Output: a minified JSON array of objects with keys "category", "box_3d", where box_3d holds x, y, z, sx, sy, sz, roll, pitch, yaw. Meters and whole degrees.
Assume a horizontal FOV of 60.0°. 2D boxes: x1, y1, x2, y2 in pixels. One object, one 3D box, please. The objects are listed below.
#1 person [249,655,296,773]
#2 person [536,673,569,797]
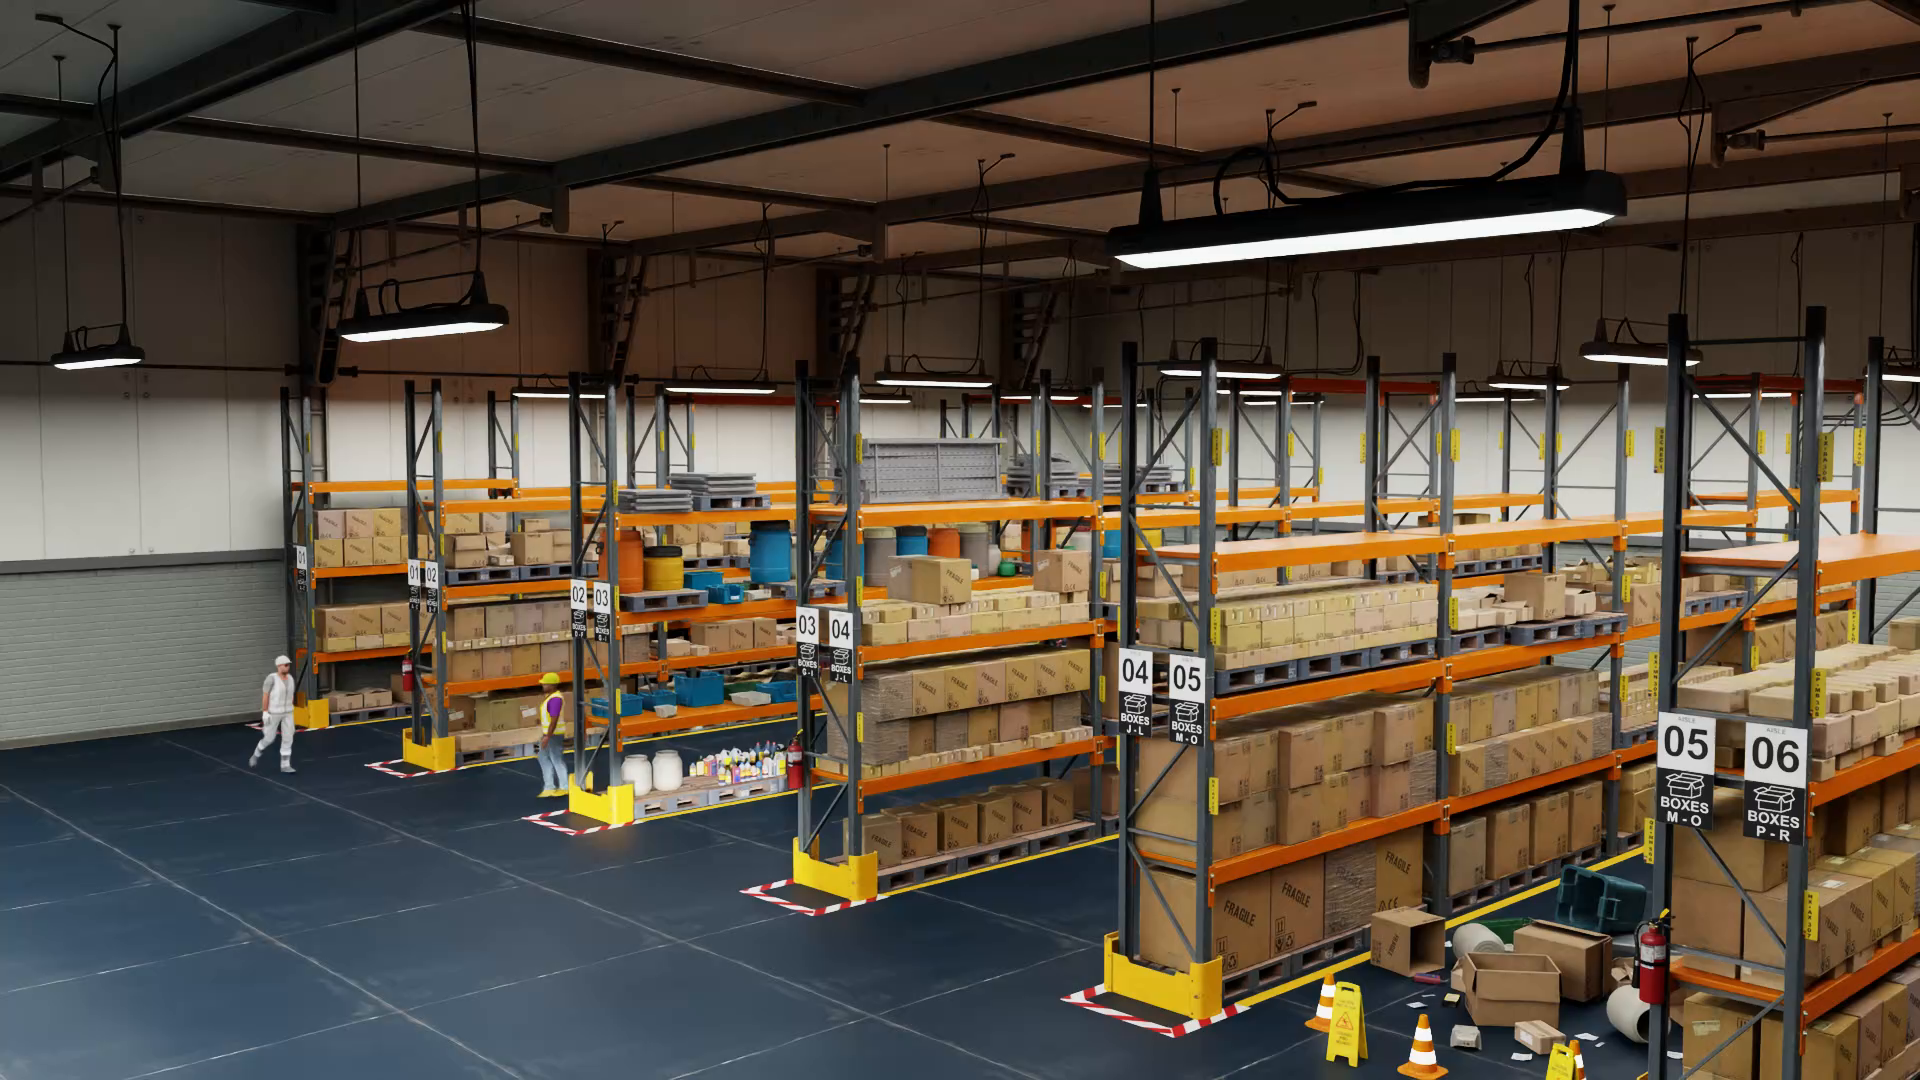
[{"category":"person","box_3d":[-10.449,2.650,25.413,0.806,1.781,0.603,2,4,31]},{"category":"person","box_3d":[-5.786,2.796,23.628,0.498,1.829,0.647,-2,4,-22]}]
